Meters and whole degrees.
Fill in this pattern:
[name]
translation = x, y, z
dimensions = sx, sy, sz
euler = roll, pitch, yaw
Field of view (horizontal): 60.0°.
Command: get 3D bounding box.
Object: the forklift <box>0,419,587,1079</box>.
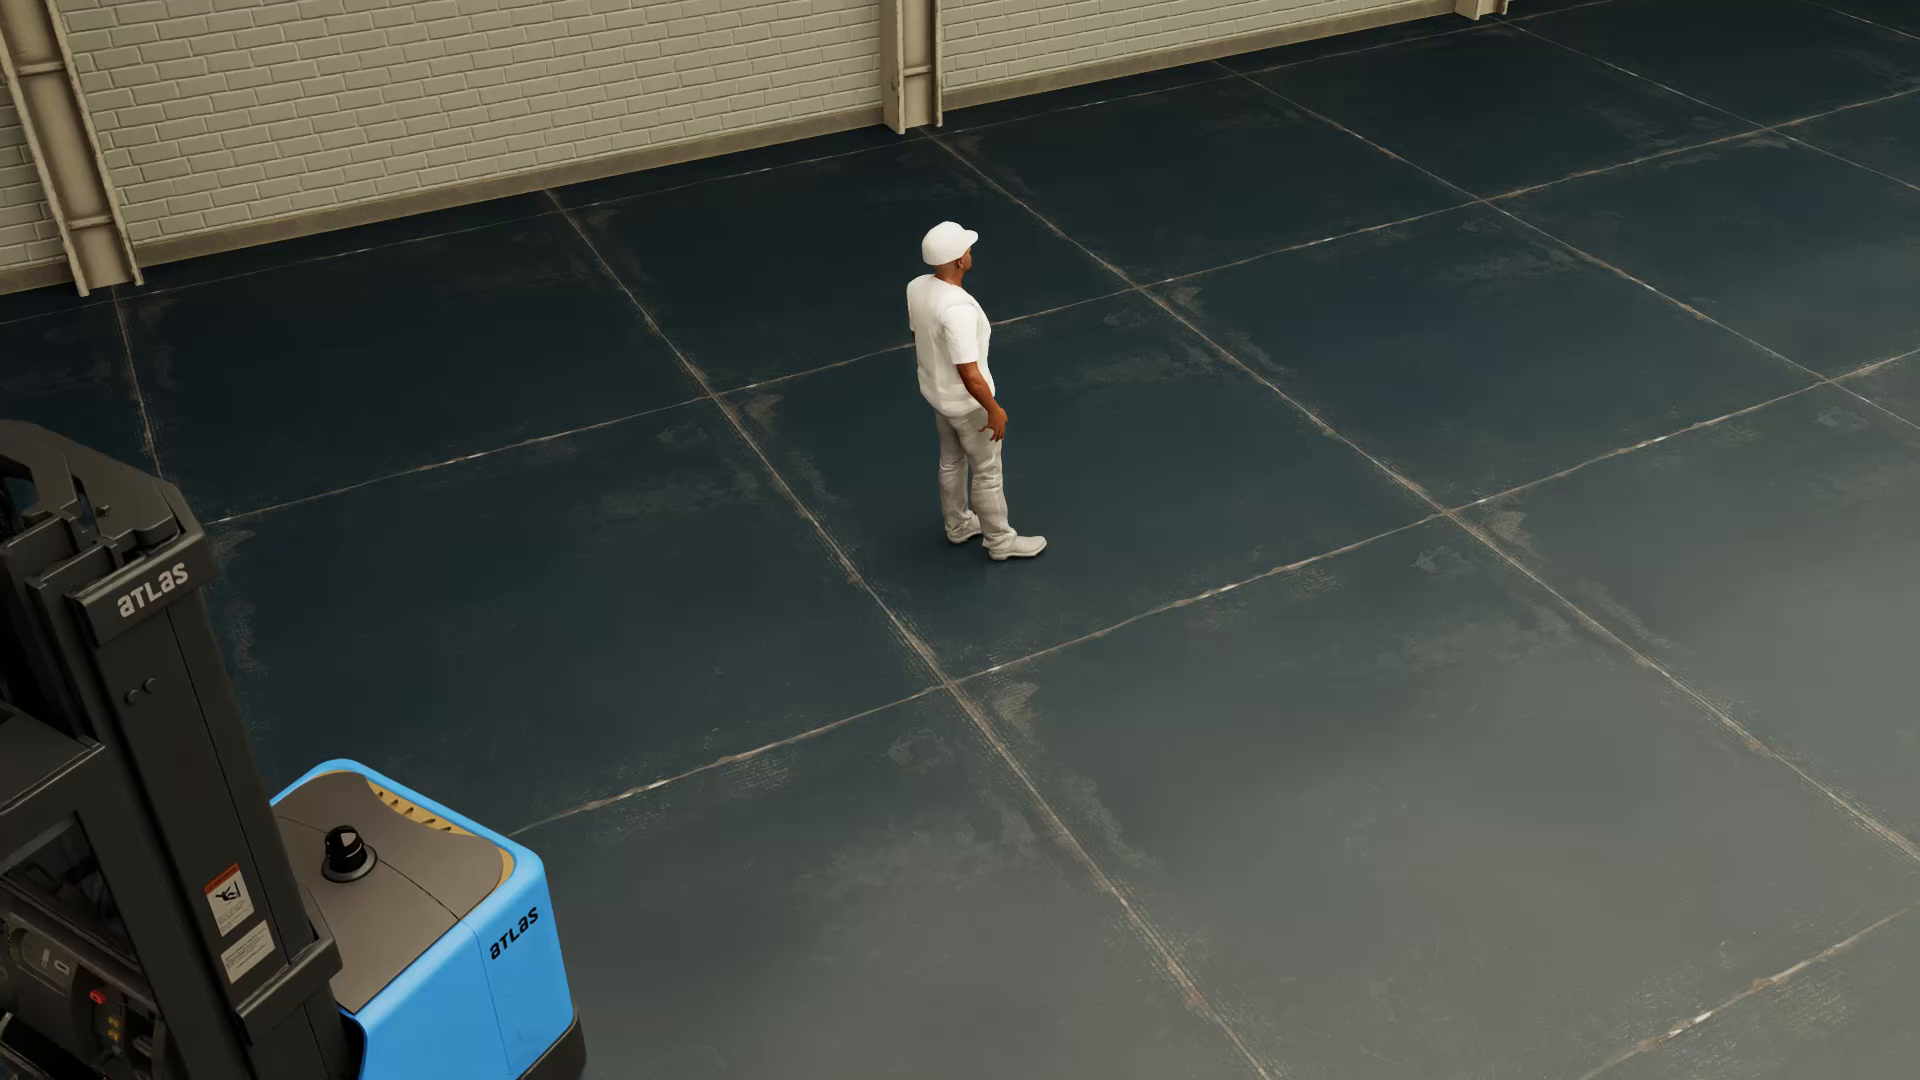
[forklift]
translation = -2.524, 1.285, 4.305
dimensions = 1.130, 2.935, 3.031
euler = 19, 40, 25

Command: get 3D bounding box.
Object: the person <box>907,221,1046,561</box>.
[person]
translation = 0.064, -0.743, 8.170
dimensions = 0.577, 1.765, 0.665
euler = -17, 39, -23
